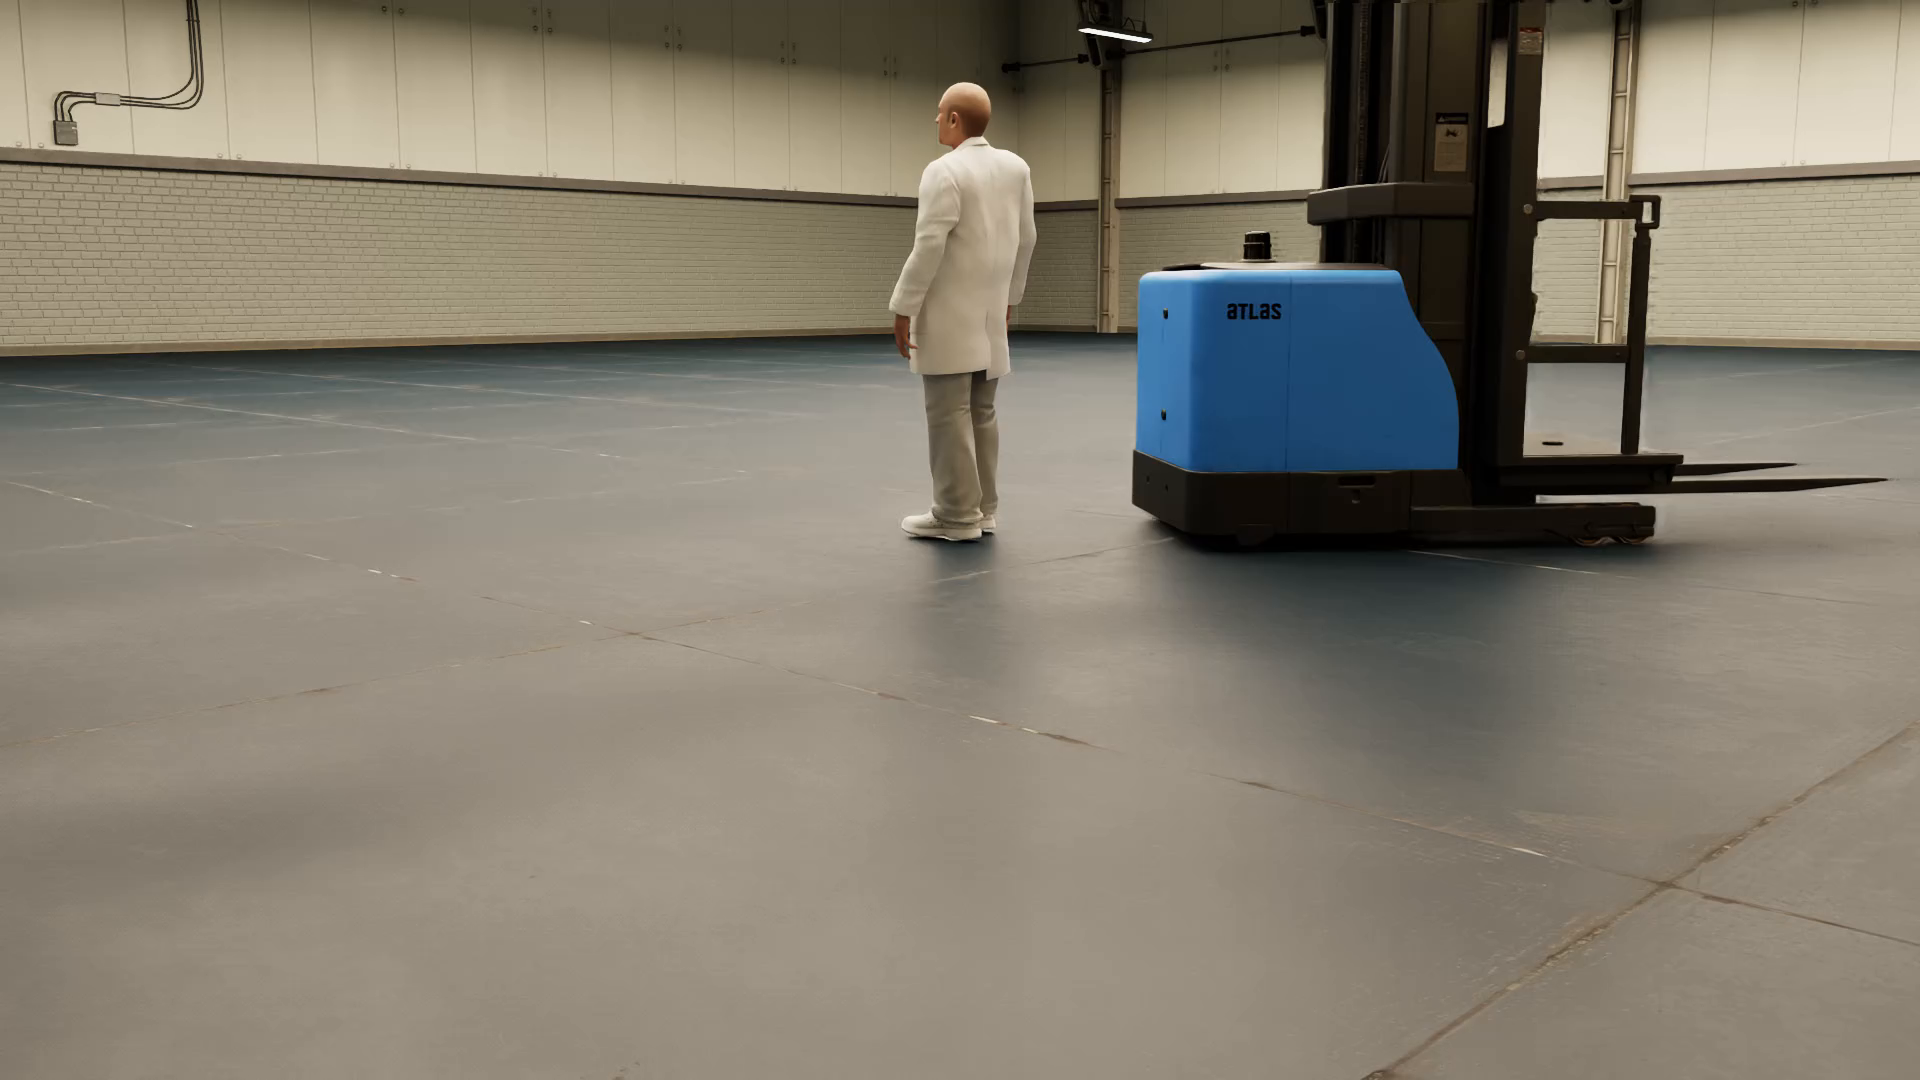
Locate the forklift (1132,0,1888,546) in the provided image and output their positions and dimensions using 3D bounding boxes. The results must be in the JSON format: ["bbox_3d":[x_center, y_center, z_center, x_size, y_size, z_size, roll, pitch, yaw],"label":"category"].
[{"bbox_3d":[2.312,-1.501,6.843,3.031,2.935,1.130,-1,9,-8],"label":"forklift"}]

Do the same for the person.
[{"bbox_3d":[-0.062,-0.896,6.649,0.580,1.777,0.698,8,12,43],"label":"person"}]
